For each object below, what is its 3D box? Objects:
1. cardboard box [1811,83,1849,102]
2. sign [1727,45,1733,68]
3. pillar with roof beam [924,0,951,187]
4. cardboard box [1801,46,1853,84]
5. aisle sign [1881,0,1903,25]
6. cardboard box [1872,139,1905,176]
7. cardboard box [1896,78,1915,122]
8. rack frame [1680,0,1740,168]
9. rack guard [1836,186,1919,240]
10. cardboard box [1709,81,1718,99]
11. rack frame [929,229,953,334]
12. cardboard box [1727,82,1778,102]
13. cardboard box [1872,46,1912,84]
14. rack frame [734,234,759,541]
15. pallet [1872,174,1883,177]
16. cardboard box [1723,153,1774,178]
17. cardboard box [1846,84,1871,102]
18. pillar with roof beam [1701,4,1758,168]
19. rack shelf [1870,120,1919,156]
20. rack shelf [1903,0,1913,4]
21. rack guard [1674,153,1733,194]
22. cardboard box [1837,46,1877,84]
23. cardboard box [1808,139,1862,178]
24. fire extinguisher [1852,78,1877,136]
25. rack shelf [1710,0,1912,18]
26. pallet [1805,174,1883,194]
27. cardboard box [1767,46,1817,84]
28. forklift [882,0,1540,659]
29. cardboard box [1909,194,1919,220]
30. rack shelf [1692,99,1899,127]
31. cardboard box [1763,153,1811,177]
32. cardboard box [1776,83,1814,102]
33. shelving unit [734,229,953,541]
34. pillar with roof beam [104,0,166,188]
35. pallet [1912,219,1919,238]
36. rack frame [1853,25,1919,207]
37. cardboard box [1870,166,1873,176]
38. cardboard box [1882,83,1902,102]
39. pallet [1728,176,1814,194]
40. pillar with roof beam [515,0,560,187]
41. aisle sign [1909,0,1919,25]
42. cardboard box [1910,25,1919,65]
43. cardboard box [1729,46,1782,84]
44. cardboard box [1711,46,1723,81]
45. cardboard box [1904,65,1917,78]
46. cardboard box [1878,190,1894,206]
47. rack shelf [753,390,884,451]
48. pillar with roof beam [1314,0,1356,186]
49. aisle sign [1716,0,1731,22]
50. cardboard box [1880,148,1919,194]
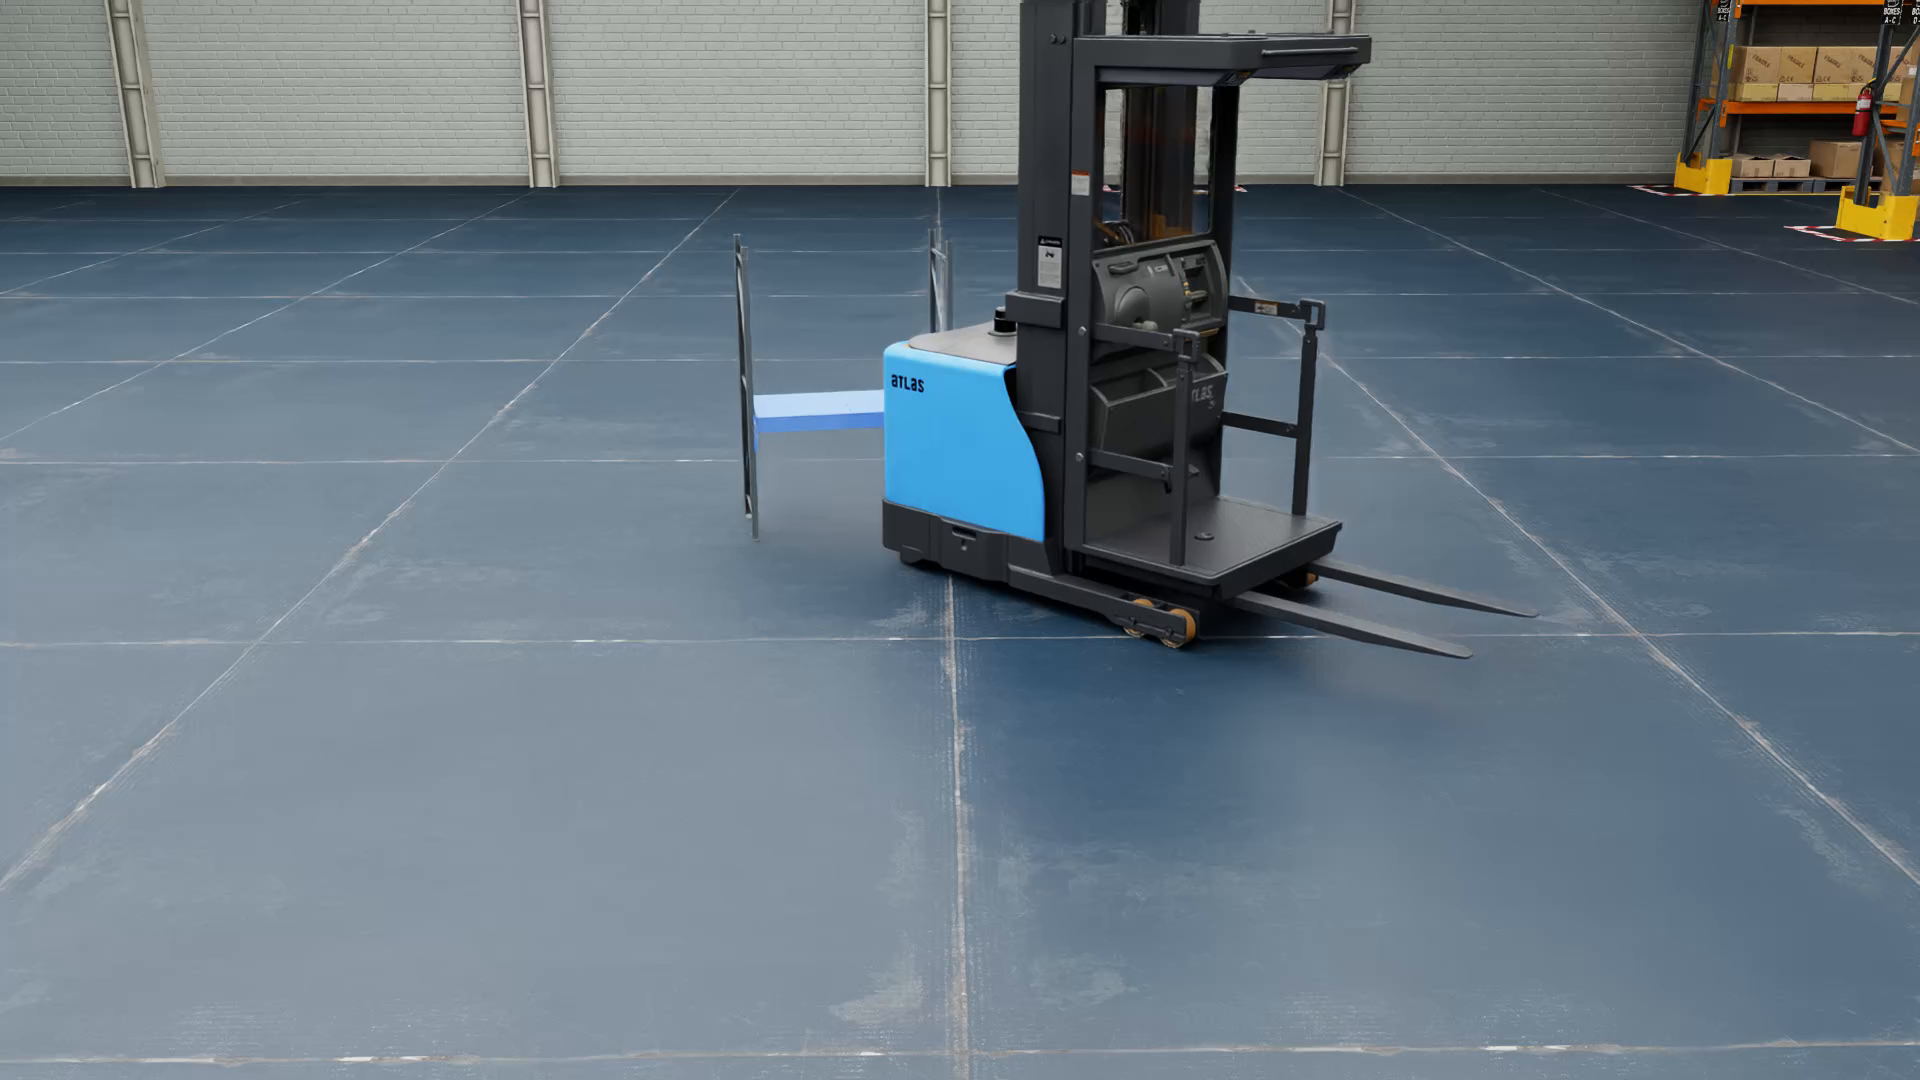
[{"bbox_3d":[12.499,-6.501,24.116,0.500,0.250,0.500,-1,18,-2],"label":"cardboard box"},{"bbox_3d":[10.986,-6.897,23.719,0.005,0.325,0.100,0,18,-1],"label":"sign"},{"bbox_3d":[-0.267,-8.402,20.007,0.400,9.000,9.100,0,18,-1],"label":"pillar with roof beam"},{"bbox_3d":[12.471,-6.856,23.994,0.500,0.500,0.500,-1,18,-3],"label":"cardboard box"},{"bbox_3d":[10.989,-6.465,19.533,0.004,0.787,0.394,0,18,-1],"label":"aisle sign"},{"bbox_3d":[13.940,-5.672,24.689,0.500,0.500,0.500,-2,18,-5],"label":"cardboard box"},{"bbox_3d":[11.526,-5.183,19.631,0.500,0.500,0.700,0,18,-1],"label":"cardboard box"},{"bbox_3d":[10.978,-6.650,24.368,0.127,3.000,1.000,0,18,-1],"label":"rack frame"},{"bbox_3d":[11.036,-3.947,20.033,0.348,0.500,1.175,0,18,-1],"label":"rack guard"},{"bbox_3d":[11.442,-6.650,24.580,0.500,0.250,0.500,0,18,0],"label":"cardboard box"},{"bbox_3d":[-0.100,-0.845,8.725,0.032,1.500,0.500,-4,18,-11],"label":"rack frame"},{"bbox_3d":[11.471,-6.494,24.093,0.500,0.250,0.500,-1,18,-2],"label":"cardboard box"},{"bbox_3d":[13.507,-6.865,24.022,0.500,0.500,0.500,-1,18,-2],"label":"cardboard box"},{"bbox_3d":[-1.096,-0.782,8.530,0.032,1.500,0.500,-4,18,-11],"label":"rack frame"},{"bbox_3d":[14.306,-5.328,24.810,1.213,0.211,1.003,0,18,-1],"label":"pallet"},{"bbox_3d":[11.671,-5.555,24.636,0.500,0.311,0.500,-2,18,-7],"label":"cardboard box"},{"bbox_3d":[13.004,-6.503,24.122,0.500,0.250,0.500,0,18,0],"label":"cardboard box"},{"bbox_3d":[11.732,-8.460,20.187,0.400,9.000,9.100,0,18,-1],"label":"pillar with roof beam"},{"bbox_3d":[13.059,-4.804,19.792,4.000,0.370,1.077,0,18,-1],"label":"rack shelf"},{"bbox_3d":[13.059,-6.233,19.334,4.000,0.370,1.077,0,18,-1],"label":"rack shelf"},{"bbox_3d":[11.054,-5.460,24.751,0.348,0.500,1.175,0,18,-1],"label":"rack guard"},{"bbox_3d":[12.987,-6.862,24.013,0.500,0.500,0.500,0,18,1],"label":"cardboard box"},{"bbox_3d":[12.975,-5.636,24.579,0.500,0.500,0.700,-1,18,-4],"label":"cardboard box"},{"bbox_3d":[10.934,-5.242,20.104,0.183,0.674,0.296,0,18,-1],"label":"fire extinguisher"},{"bbox_3d":[12.977,-7.746,24.050,4.000,0.370,1.077,0,18,-1],"label":"rack shelf"},{"bbox_3d":[13.083,-5.321,24.789,1.213,0.211,1.003,0,18,-1],"label":"pallet"},{"bbox_3d":[11.954,-6.855,23.992,0.500,0.500,0.500,0,18,-1],"label":"cardboard box"},{"bbox_3d":[1.050,-1.114,7.223,3.031,2.935,1.130,15,23,39],"label":"forklift"},{"bbox_3d":[11.599,-3.963,19.804,0.500,0.250,0.500,0,18,-1],"label":"cardboard box"},{"bbox_3d":[12.977,-6.317,24.508,4.000,0.370,1.077,0,18,-1],"label":"rack shelf"},{"bbox_3d":[12.241,-5.558,24.645,0.500,0.311,0.500,1,18,4],"label":"cardboard box"},{"bbox_3d":[11.989,-6.501,24.114,0.500,0.250,0.500,-1,18,-3],"label":"cardboard box"},{"bbox_3d":[-0.598,-0.813,8.628,1.048,1.500,0.538,-4,18,-11],"label":"shelving unit"},{"bbox_3d":[-12.265,-8.344,19.826,0.400,9.000,9.100,0,18,-1],"label":"pillar with roof beam"},{"bbox_3d":[11.823,-3.826,20.129,1.213,0.211,1.003,0,18,-1],"label":"pallet"},{"bbox_3d":[11.060,-5.137,19.652,0.127,3.000,1.000,0,18,-1],"label":"rack frame"},{"bbox_3d":[13.378,-5.520,24.791,0.250,0.149,0.380,-2,18,-5],"label":"cardboard box"},{"bbox_3d":[13.507,-6.506,24.131,0.500,0.250,0.500,0,18,-1],"label":"cardboard box"},{"bbox_3d":[11.866,-5.316,24.774,1.213,0.211,1.003,0,18,-1],"label":"pallet"},{"bbox_3d":[-6.266,-8.373,19.917,0.400,9.000,9.100,0,18,-1],"label":"pillar with roof beam"},{"bbox_3d":[10.999,-6.281,18.962,0.004,0.787,0.394,0,18,-1],"label":"aisle sign"},{"bbox_3d":[11.579,-5.801,19.434,0.500,0.500,0.700,0,18,-1],"label":"cardboard box"},{"bbox_3d":[11.460,-6.856,23.994,0.500,0.500,0.500,0,18,-1],"label":"cardboard box"},{"bbox_3d":[11.446,-7.013,24.483,0.500,0.500,0.500,0,18,-1],"label":"cardboard box"},{"bbox_3d":[11.439,-5.554,19.725,0.250,0.149,0.380,-1,18,-2],"label":"cardboard box"},{"bbox_3d":[11.591,-4.121,20.297,0.500,0.250,0.500,0,18,-1],"label":"cardboard box"},{"bbox_3d":[-0.598,-0.642,8.683,1.000,0.185,0.538,-4,18,-11],"label":"rack shelf"},{"bbox_3d":[5.733,-8.431,20.097,0.400,9.000,9.100,0,18,-1],"label":"pillar with roof beam"},{"bbox_3d":[10.910,-7.796,23.684,0.004,0.787,0.394,0,18,-1],"label":"aisle sign"},{"bbox_3d":[11.591,-4.479,20.184,0.500,0.500,0.500,0,18,-1],"label":"cardboard box"}]
